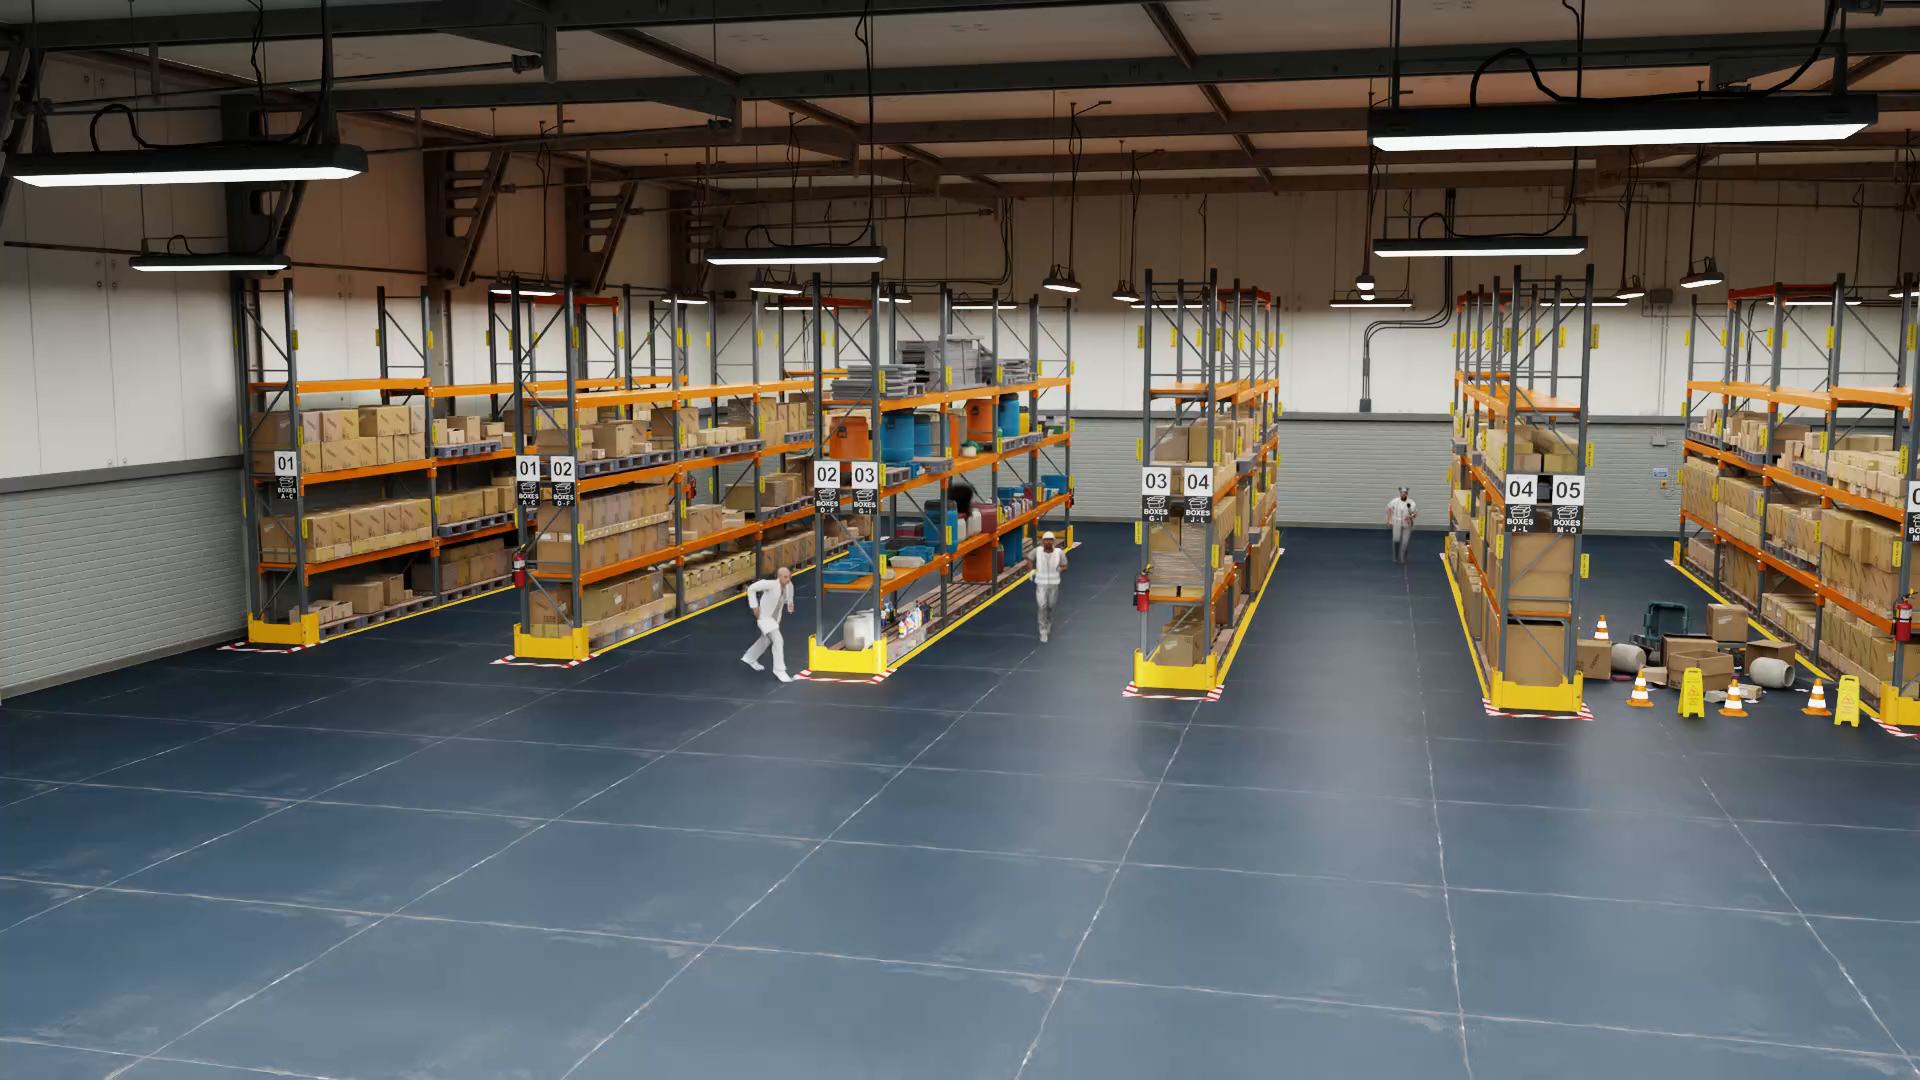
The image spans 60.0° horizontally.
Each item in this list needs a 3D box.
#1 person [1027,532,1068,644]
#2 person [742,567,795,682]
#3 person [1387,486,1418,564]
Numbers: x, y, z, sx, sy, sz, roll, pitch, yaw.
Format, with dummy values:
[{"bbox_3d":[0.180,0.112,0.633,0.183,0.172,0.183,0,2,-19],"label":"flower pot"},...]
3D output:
[{"bbox_3d":[1.479,0.767,27.931,0.666,1.838,0.871,-1,7,-5],"label":"person"},{"bbox_3d":[-2.887,1.237,24.711,1.058,1.744,0.752,6,9,41],"label":"person"},{"bbox_3d":[9.890,-0.326,37.221,0.664,1.768,0.700,2,7,14],"label":"person"}]
